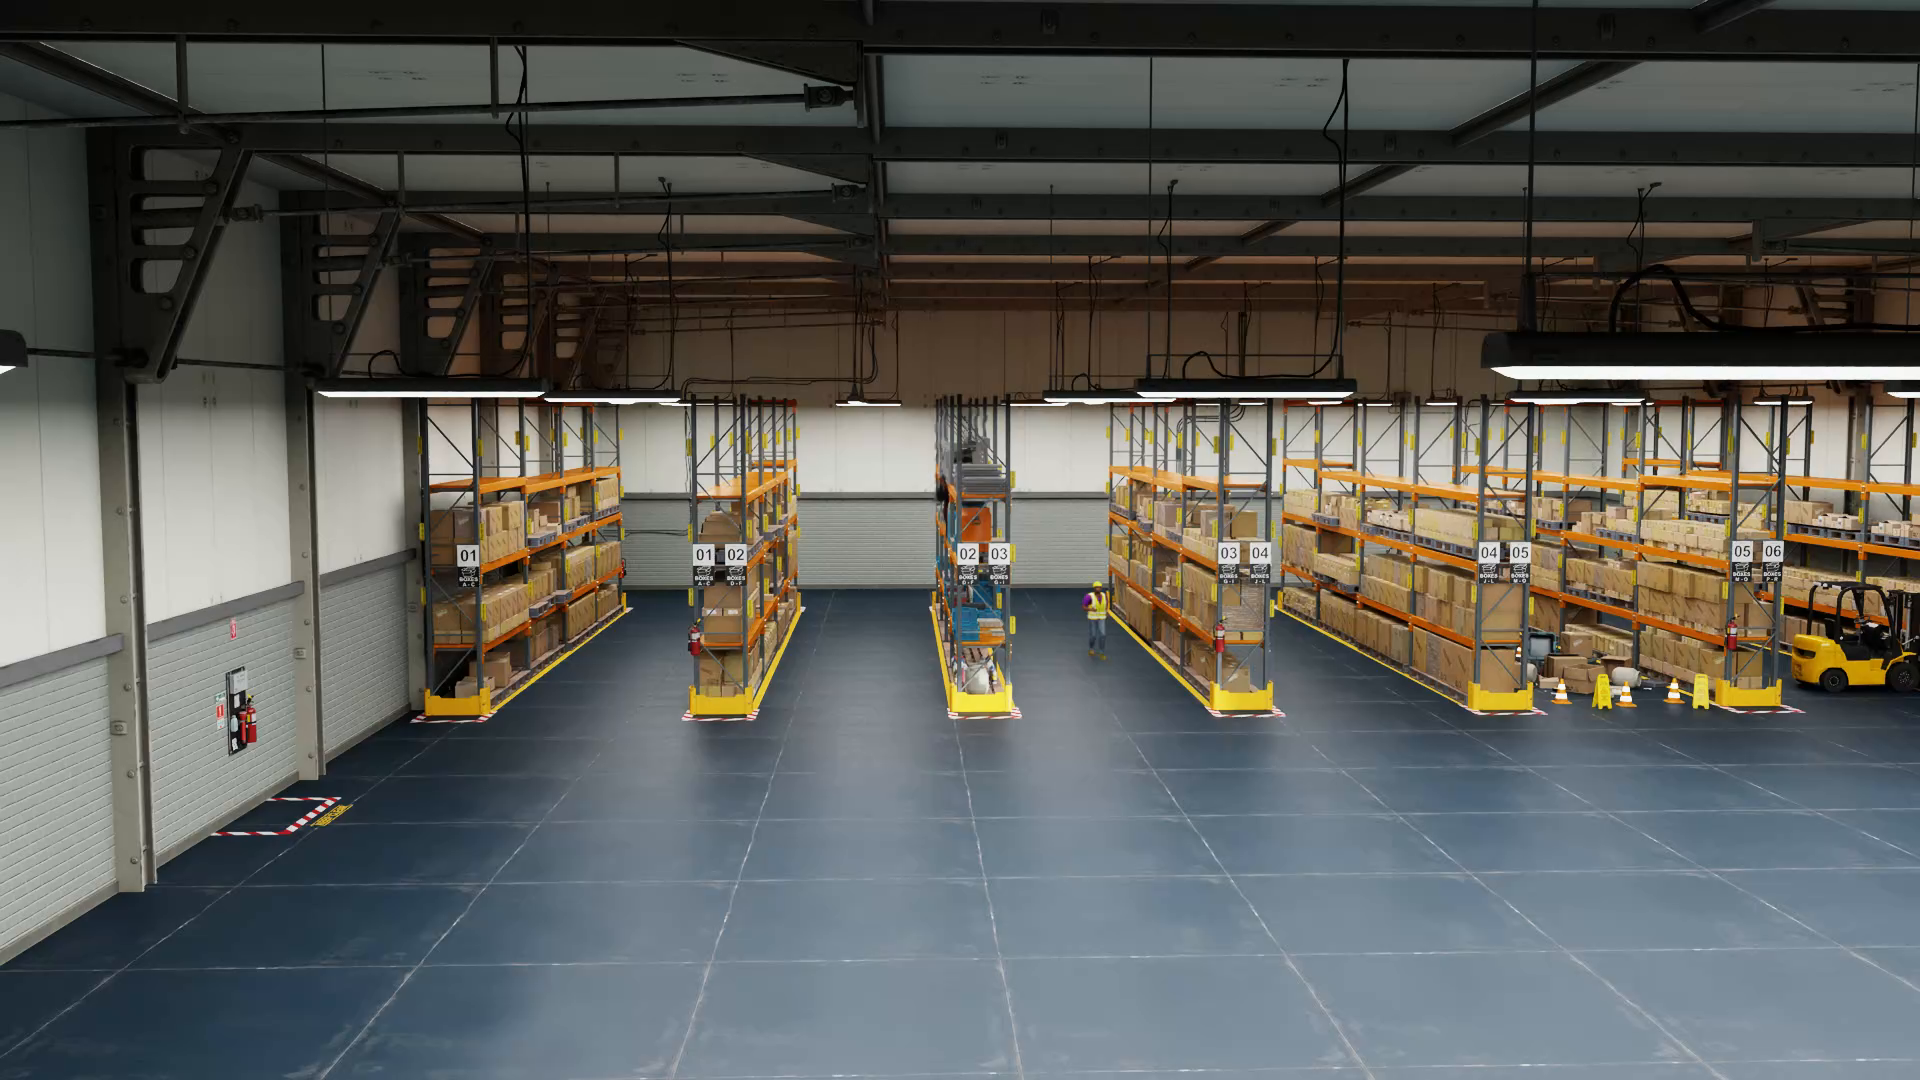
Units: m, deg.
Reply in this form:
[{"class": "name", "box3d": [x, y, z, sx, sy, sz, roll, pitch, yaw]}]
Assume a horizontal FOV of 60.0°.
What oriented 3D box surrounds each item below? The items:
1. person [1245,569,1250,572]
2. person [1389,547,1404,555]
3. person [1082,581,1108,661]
[{"class": "person", "box3d": [7.955, 1.252, 46.431, 0.651, 1.617, 0.543, 0, 4, 1]}, {"class": "person", "box3d": [12.867, 0.945, 49.261, 0.880, 1.824, 0.598, -1, 5, -14]}, {"class": "person", "box3d": [3.112, 1.844, 38.140, 0.678, 1.817, 0.803, -1, 5, -11]}]
